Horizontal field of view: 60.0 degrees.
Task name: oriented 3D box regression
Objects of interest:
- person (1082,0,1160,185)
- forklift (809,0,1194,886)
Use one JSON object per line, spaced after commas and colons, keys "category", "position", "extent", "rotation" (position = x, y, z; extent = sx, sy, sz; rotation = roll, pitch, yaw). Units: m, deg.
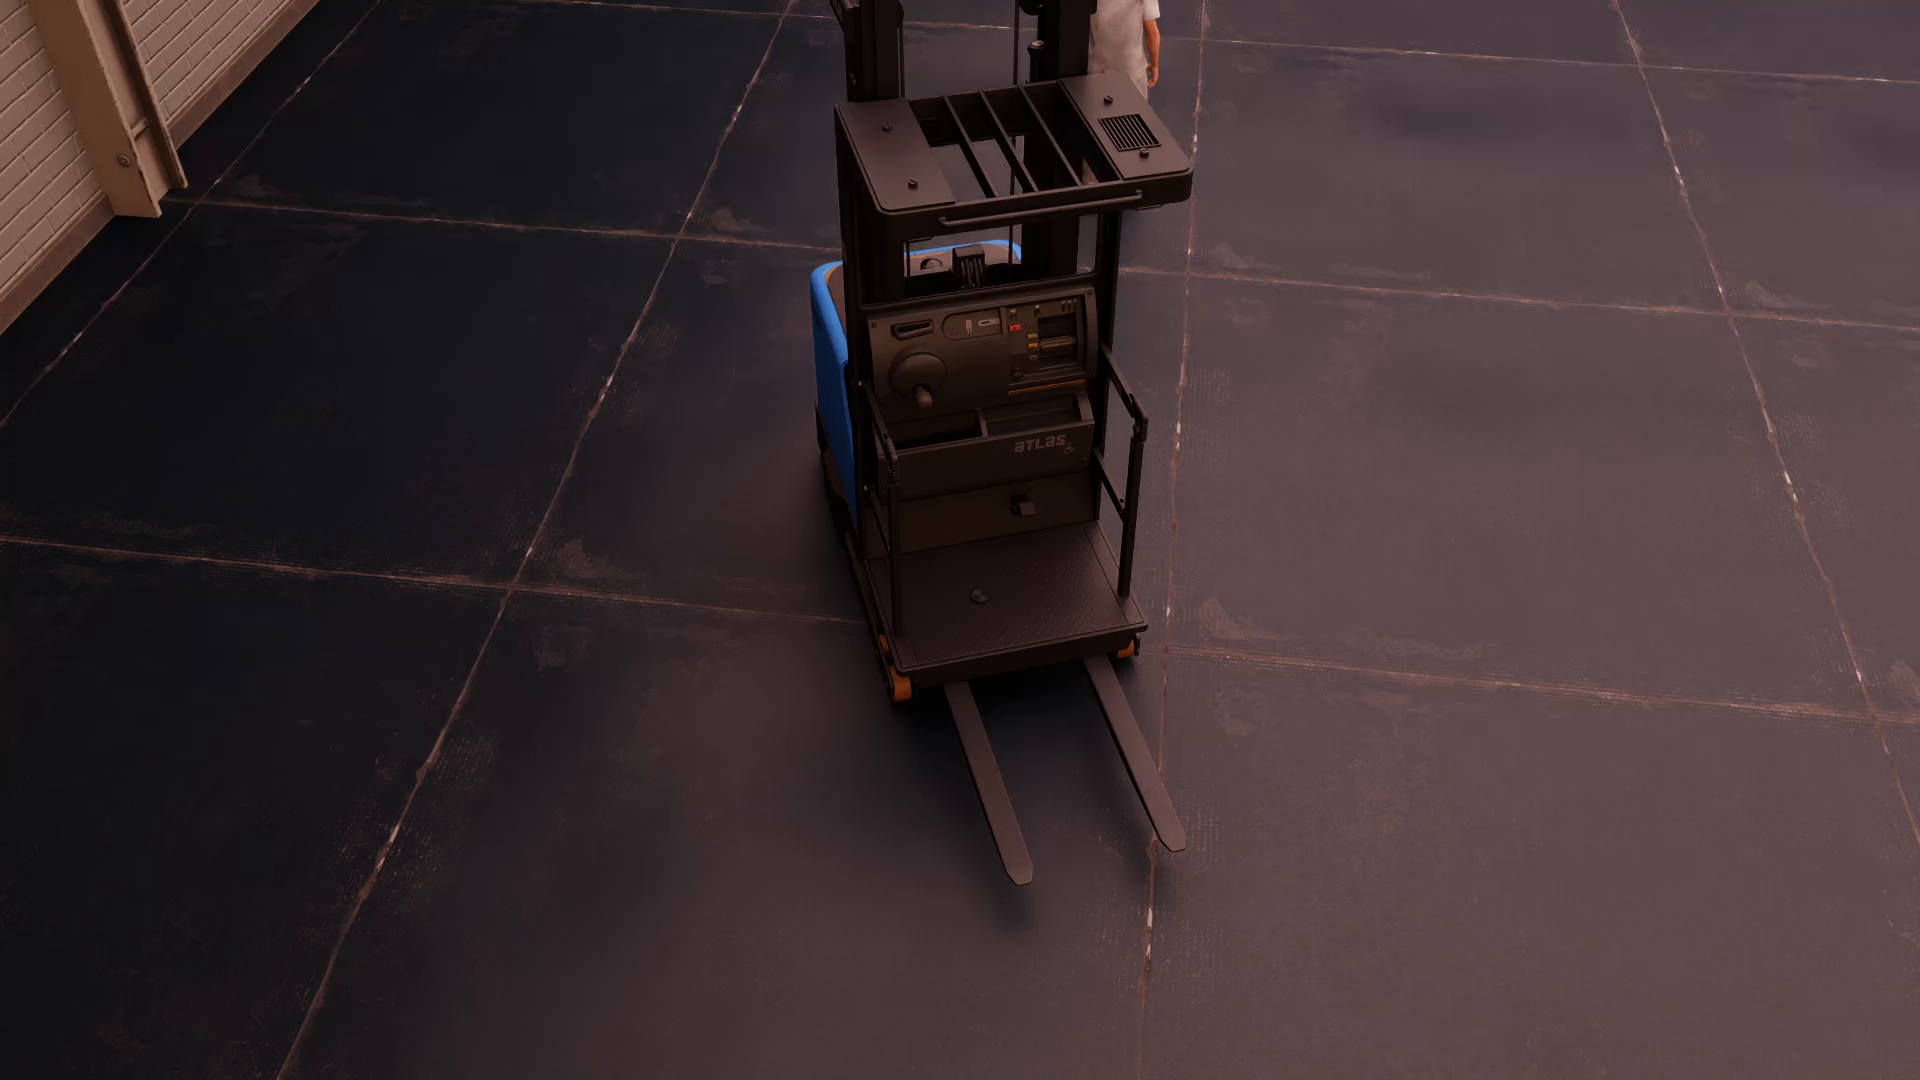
{"category": "person", "position": [0.913, -2.749, 9.647], "extent": [0.491, 1.673, 0.353], "rotation": [12, 44, 13]}
{"category": "forklift", "position": [0.153, -0.681, 6.465], "extent": [1.130, 2.935, 3.031], "rotation": [-10, 44, -11]}
